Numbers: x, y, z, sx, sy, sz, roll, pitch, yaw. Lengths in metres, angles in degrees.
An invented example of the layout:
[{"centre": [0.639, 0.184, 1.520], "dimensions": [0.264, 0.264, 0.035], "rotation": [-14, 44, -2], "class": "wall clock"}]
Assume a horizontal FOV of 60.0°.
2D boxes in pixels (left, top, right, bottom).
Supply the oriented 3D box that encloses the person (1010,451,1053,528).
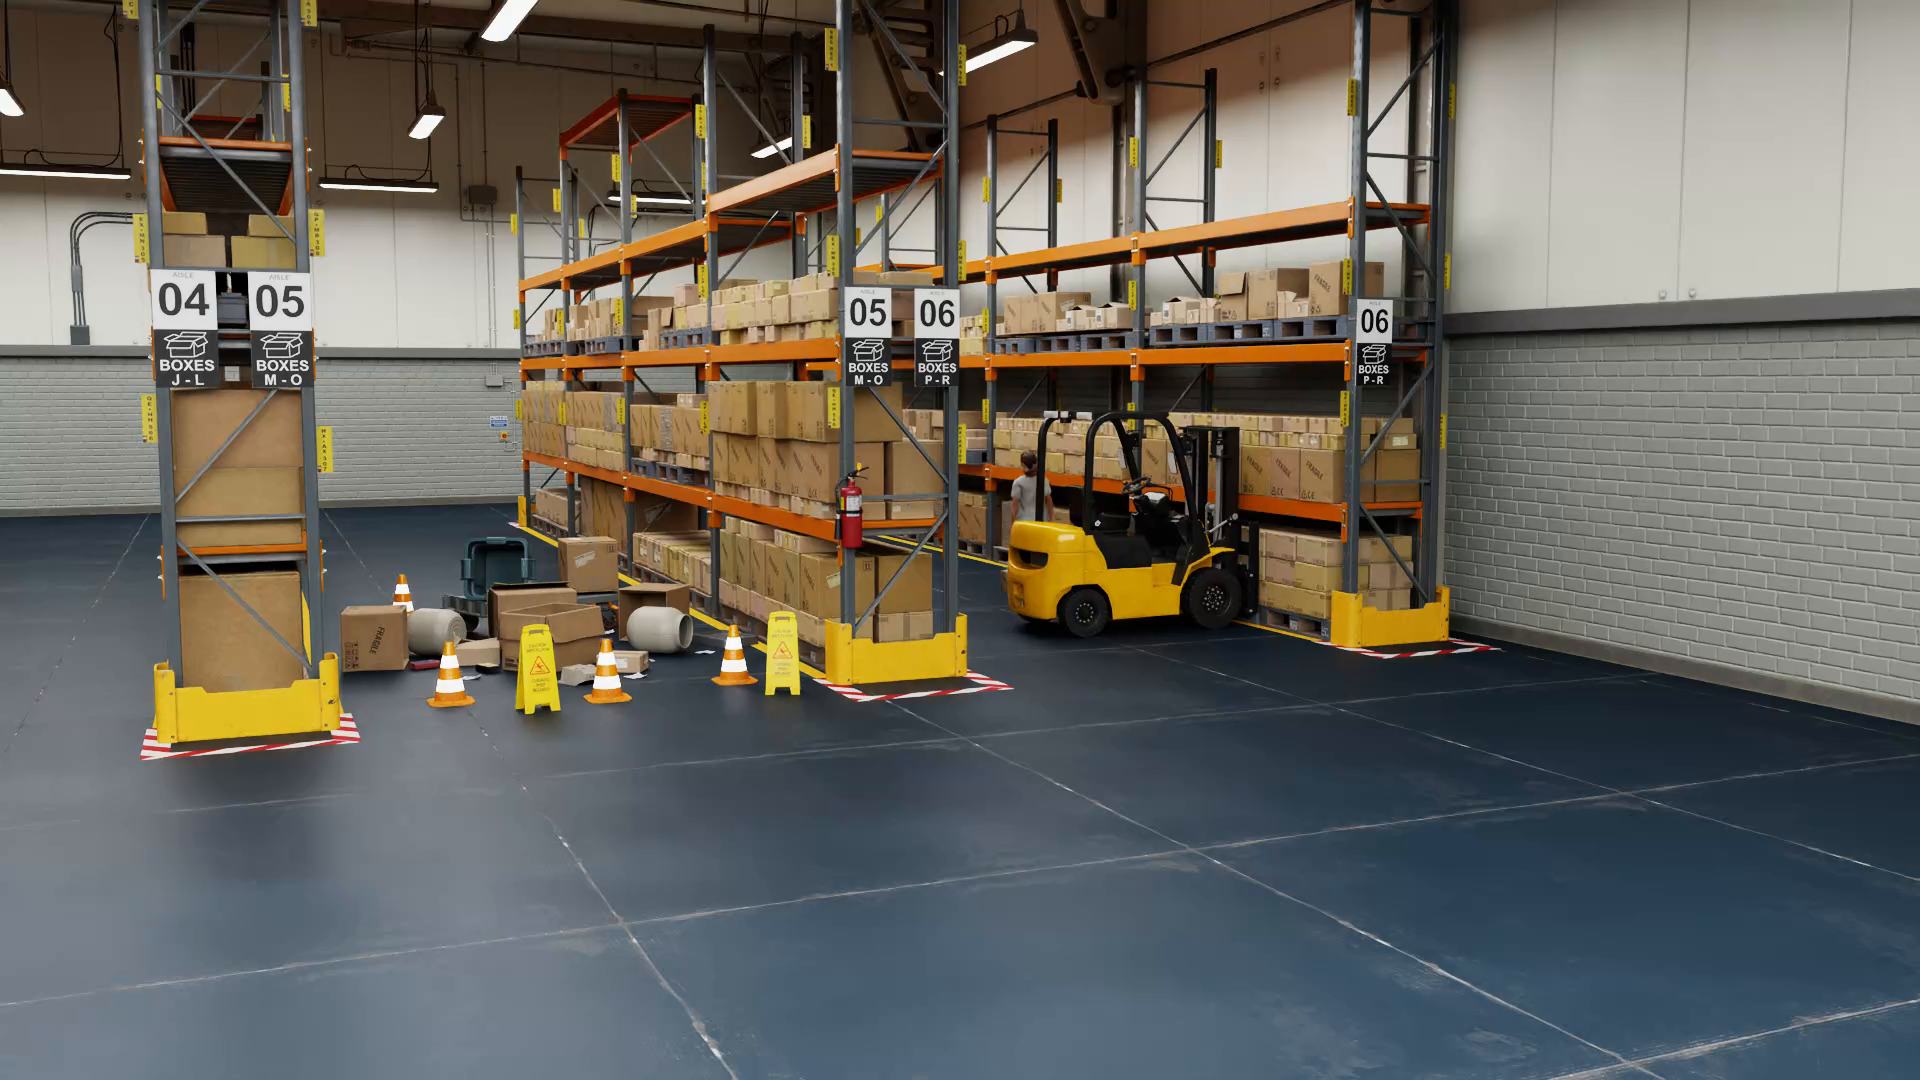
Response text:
[{"centre": [0.808, -0.167, 18.956], "dimensions": [0.515, 1.597, 0.684], "rotation": [-1, 6, -9], "class": "person"}]
